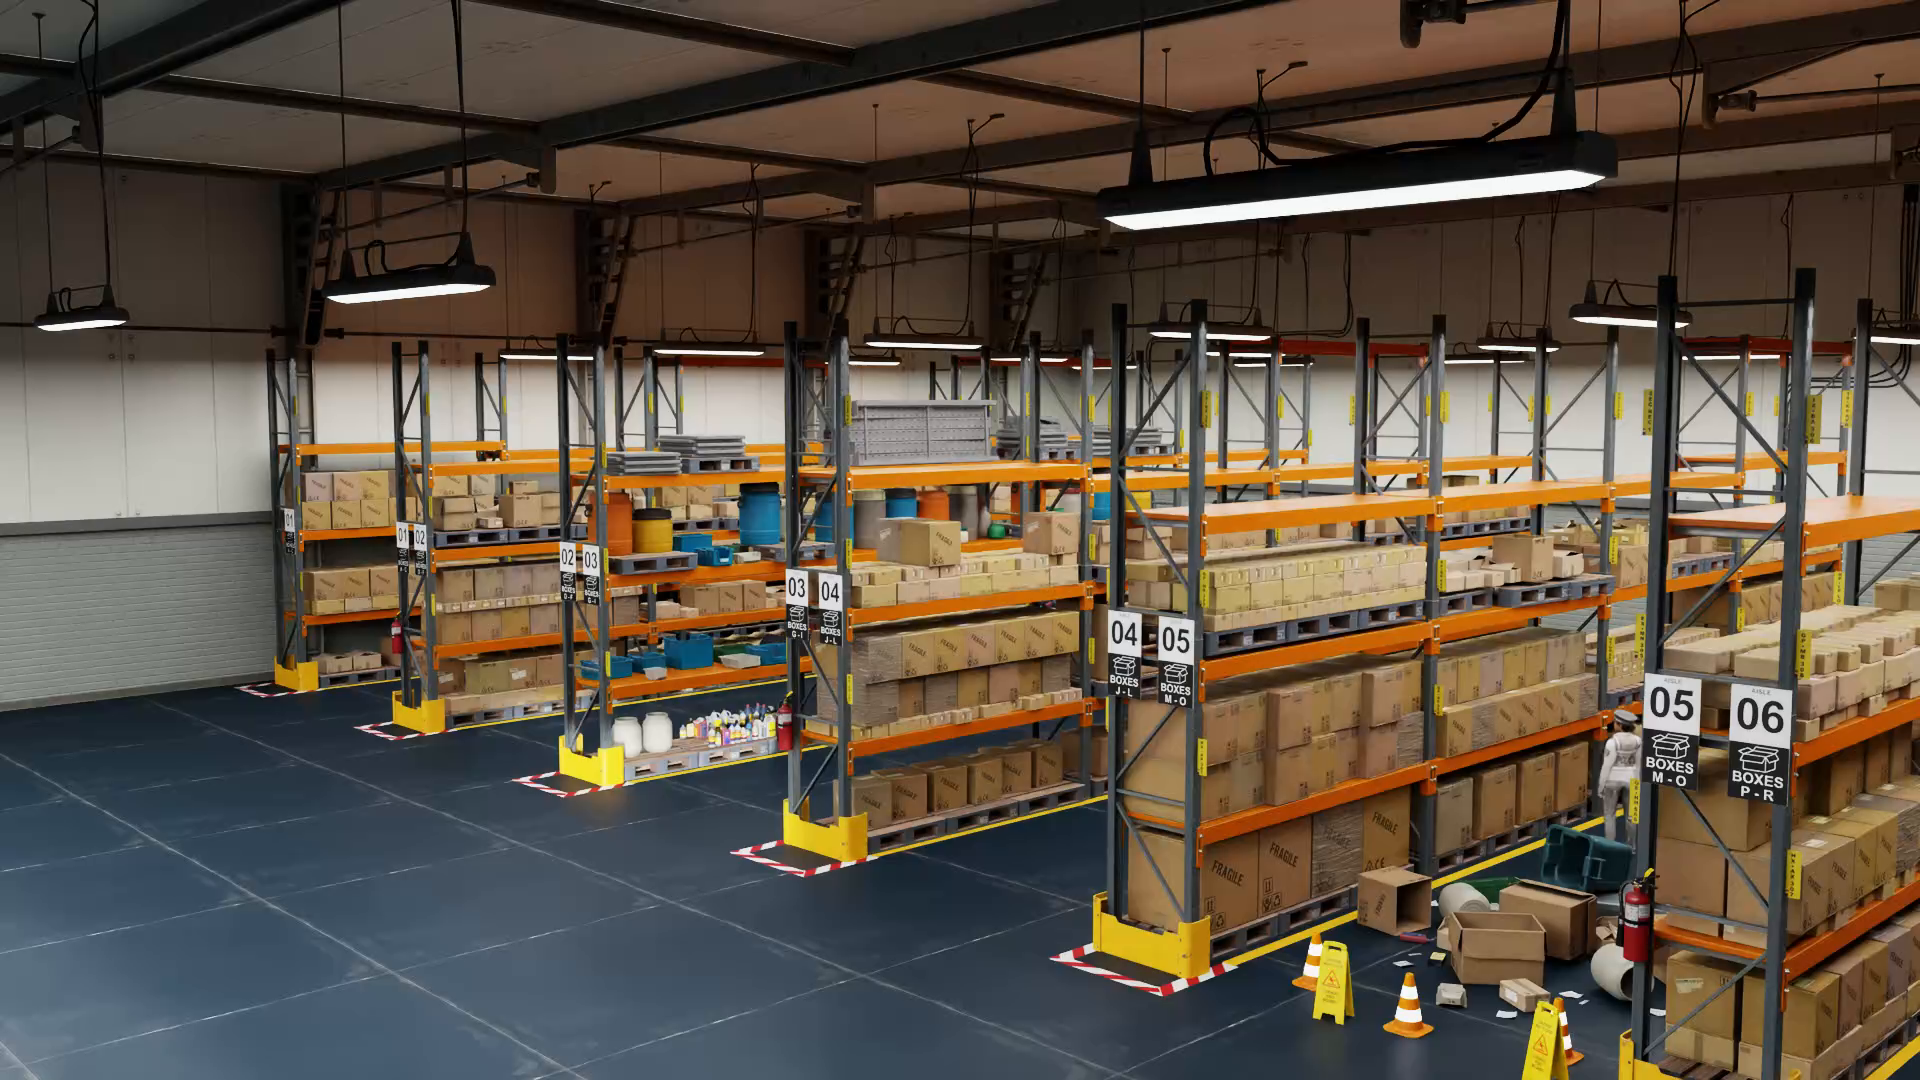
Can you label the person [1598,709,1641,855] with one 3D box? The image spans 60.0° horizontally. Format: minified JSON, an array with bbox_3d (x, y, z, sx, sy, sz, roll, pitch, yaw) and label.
[{"bbox_3d":[7.385,2.719,18.666,0.497,1.672,0.530,0,5,2],"label":"person"}]
